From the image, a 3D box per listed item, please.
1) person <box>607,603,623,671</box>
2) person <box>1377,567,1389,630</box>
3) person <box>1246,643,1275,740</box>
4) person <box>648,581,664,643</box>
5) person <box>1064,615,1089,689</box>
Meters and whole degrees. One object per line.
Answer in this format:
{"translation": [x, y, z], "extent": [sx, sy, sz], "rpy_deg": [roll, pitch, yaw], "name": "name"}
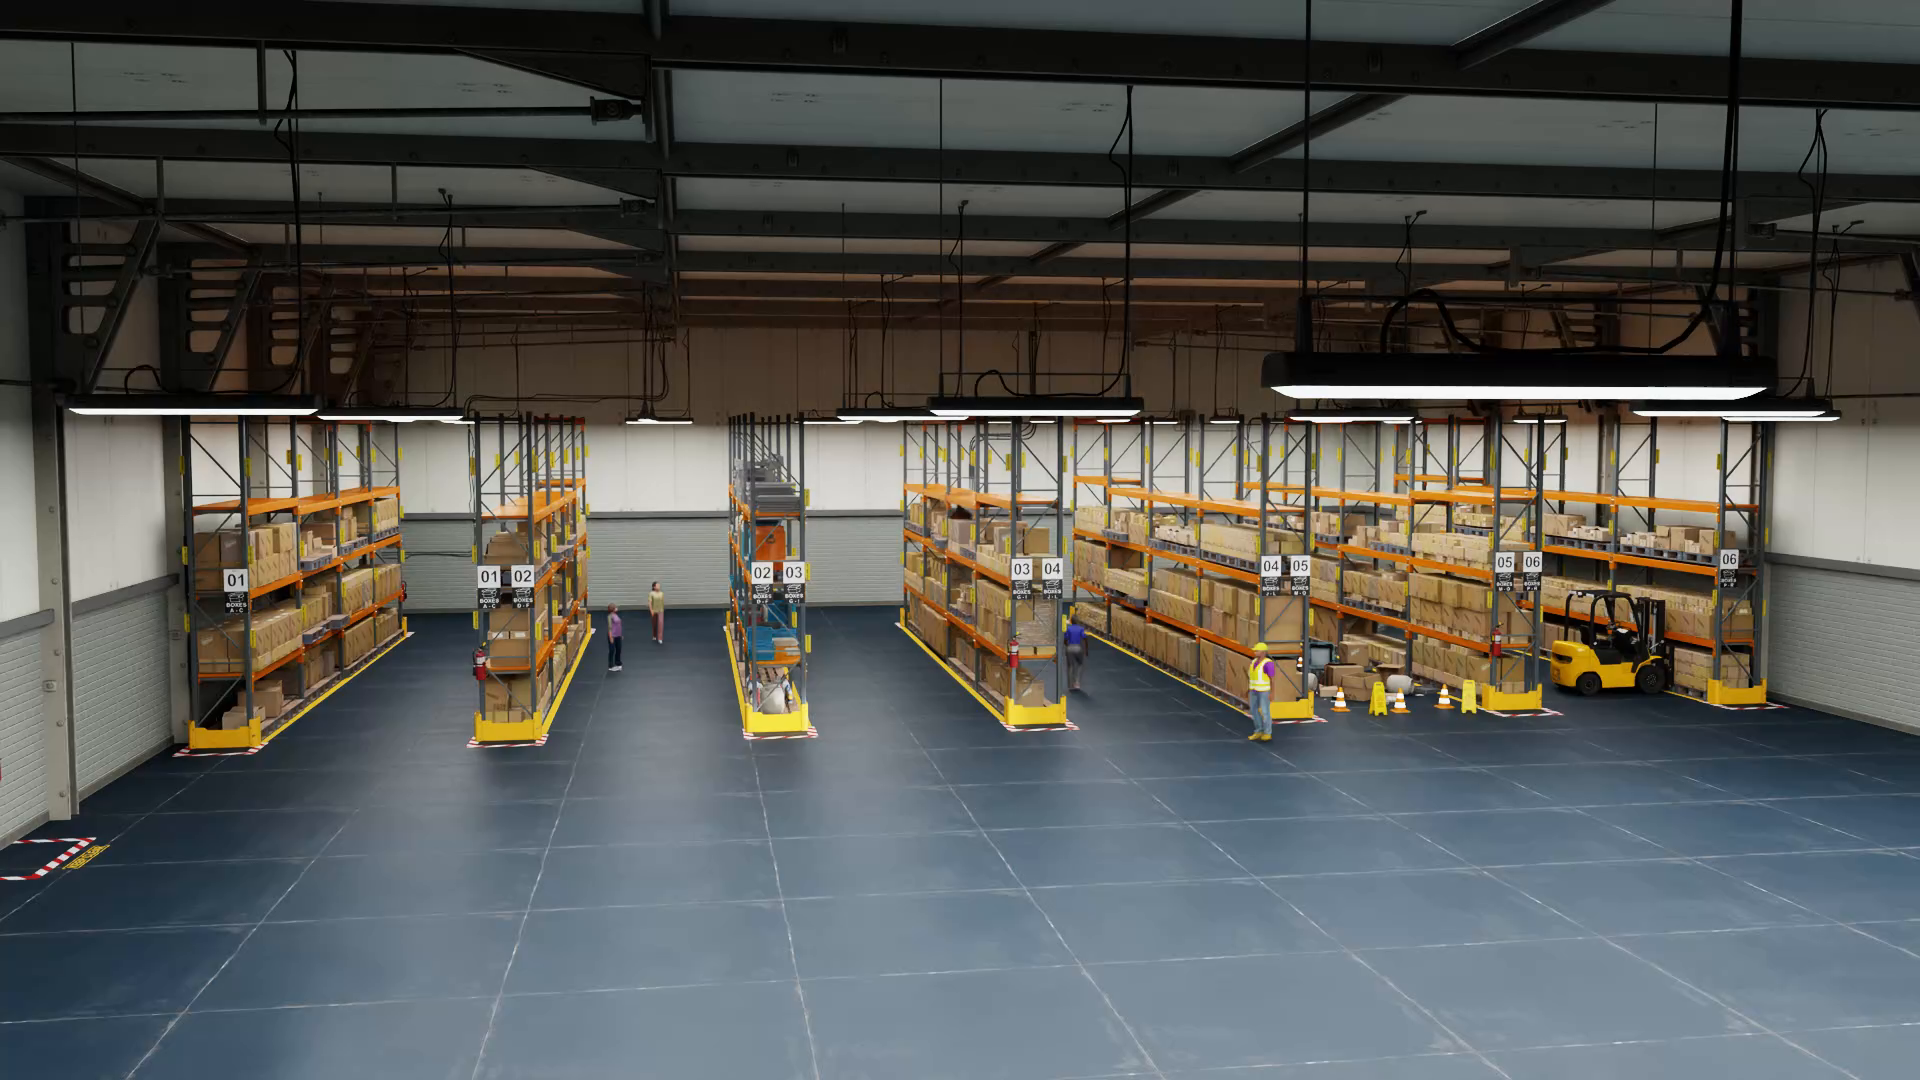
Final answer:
{"translation": [-8.107, 2.287, 39.050], "extent": [0.328, 1.621, 0.489], "rpy_deg": [2, 5, 33], "name": "person"}
{"translation": [11.915, 1.650, 47.031], "extent": [0.461, 1.768, 0.573], "rpy_deg": [0, 4, 5], "name": "person"}
{"translation": [5.504, 2.776, 30.410], "extent": [0.366, 1.799, 0.681], "rpy_deg": [-3, 5, -36], "name": "person"}
{"translation": [-8.046, 1.917, 44.055], "extent": [0.421, 1.602, 0.985], "rpy_deg": [-1, 4, -11], "name": "person"}
{"translation": [2.542, 2.473, 36.361], "extent": [0.550, 1.699, 0.563], "rpy_deg": [1, 4, 18], "name": "person"}
